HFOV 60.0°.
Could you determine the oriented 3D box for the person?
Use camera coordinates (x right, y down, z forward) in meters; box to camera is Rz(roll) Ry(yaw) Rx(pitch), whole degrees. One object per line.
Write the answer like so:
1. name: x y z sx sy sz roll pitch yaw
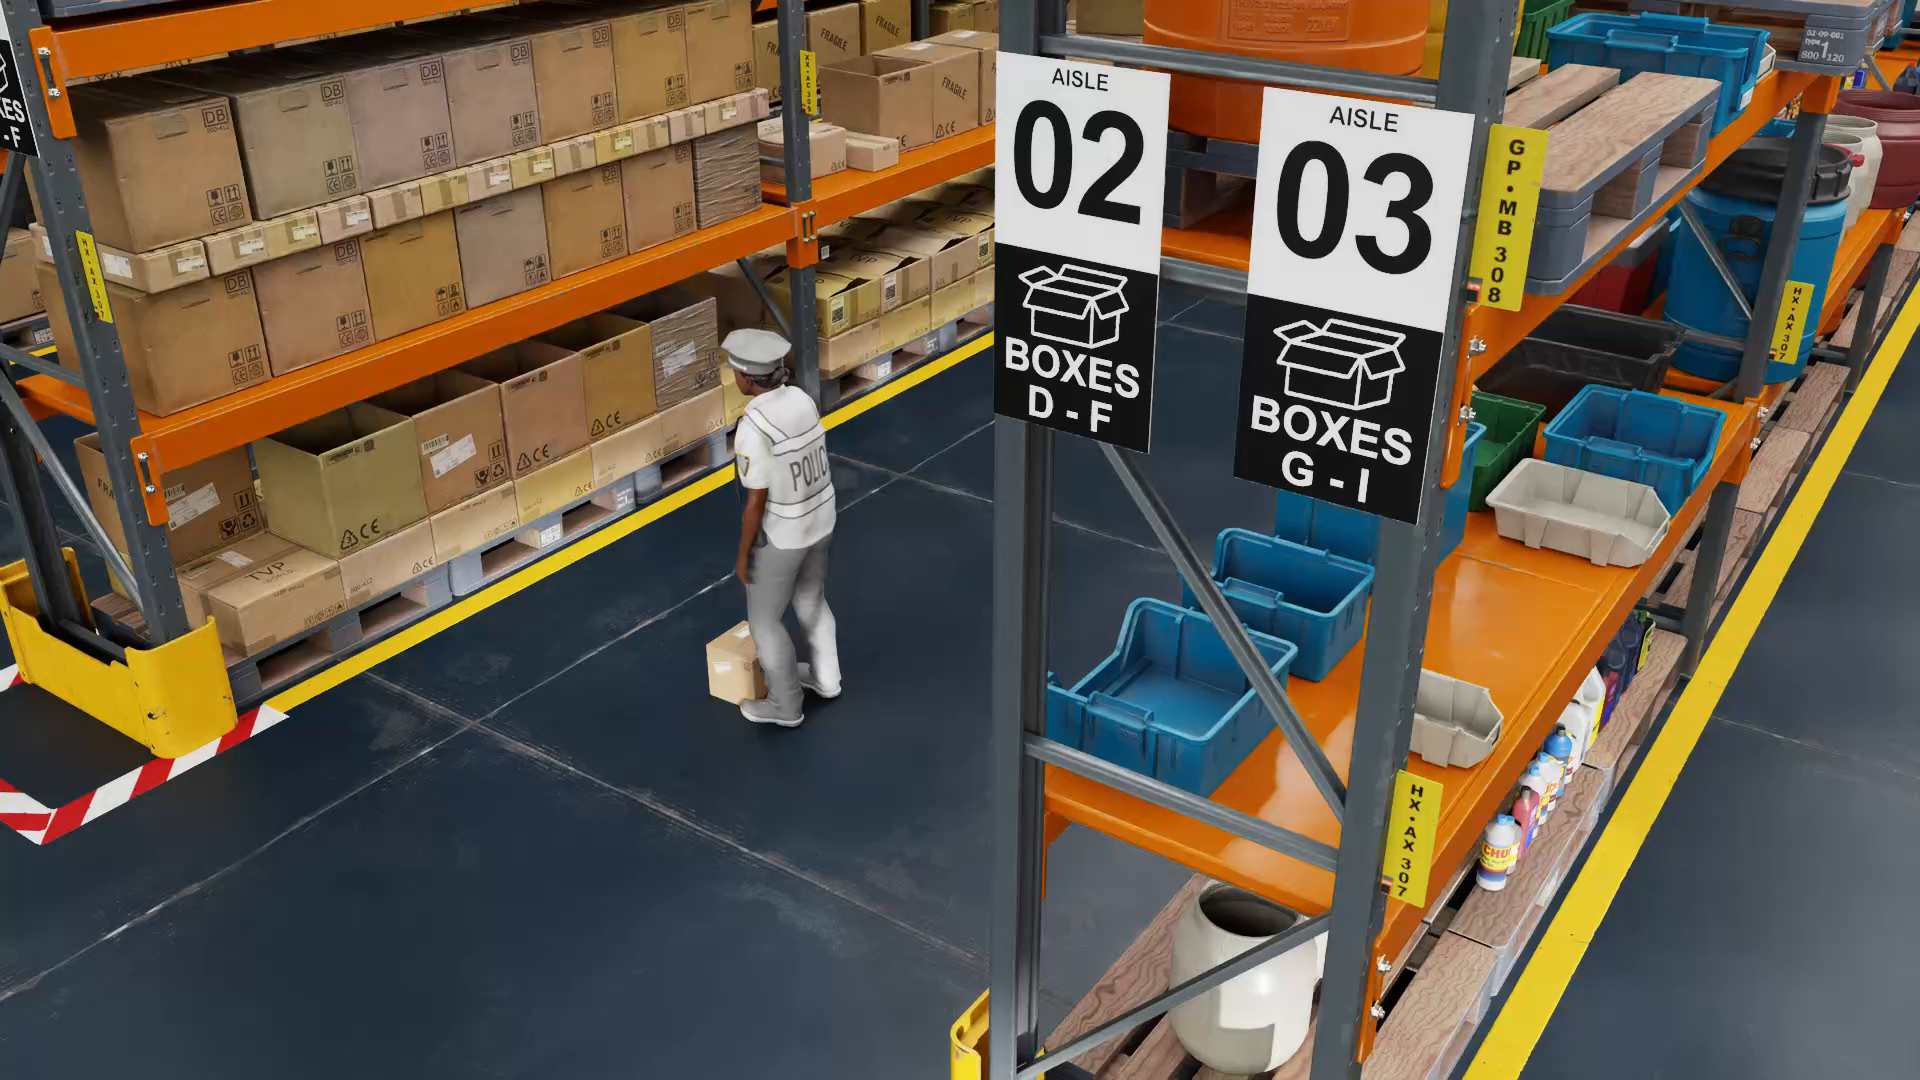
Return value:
1. person: -0.706 -0.034 6.679 0.391 1.664 0.532 16 31 28
